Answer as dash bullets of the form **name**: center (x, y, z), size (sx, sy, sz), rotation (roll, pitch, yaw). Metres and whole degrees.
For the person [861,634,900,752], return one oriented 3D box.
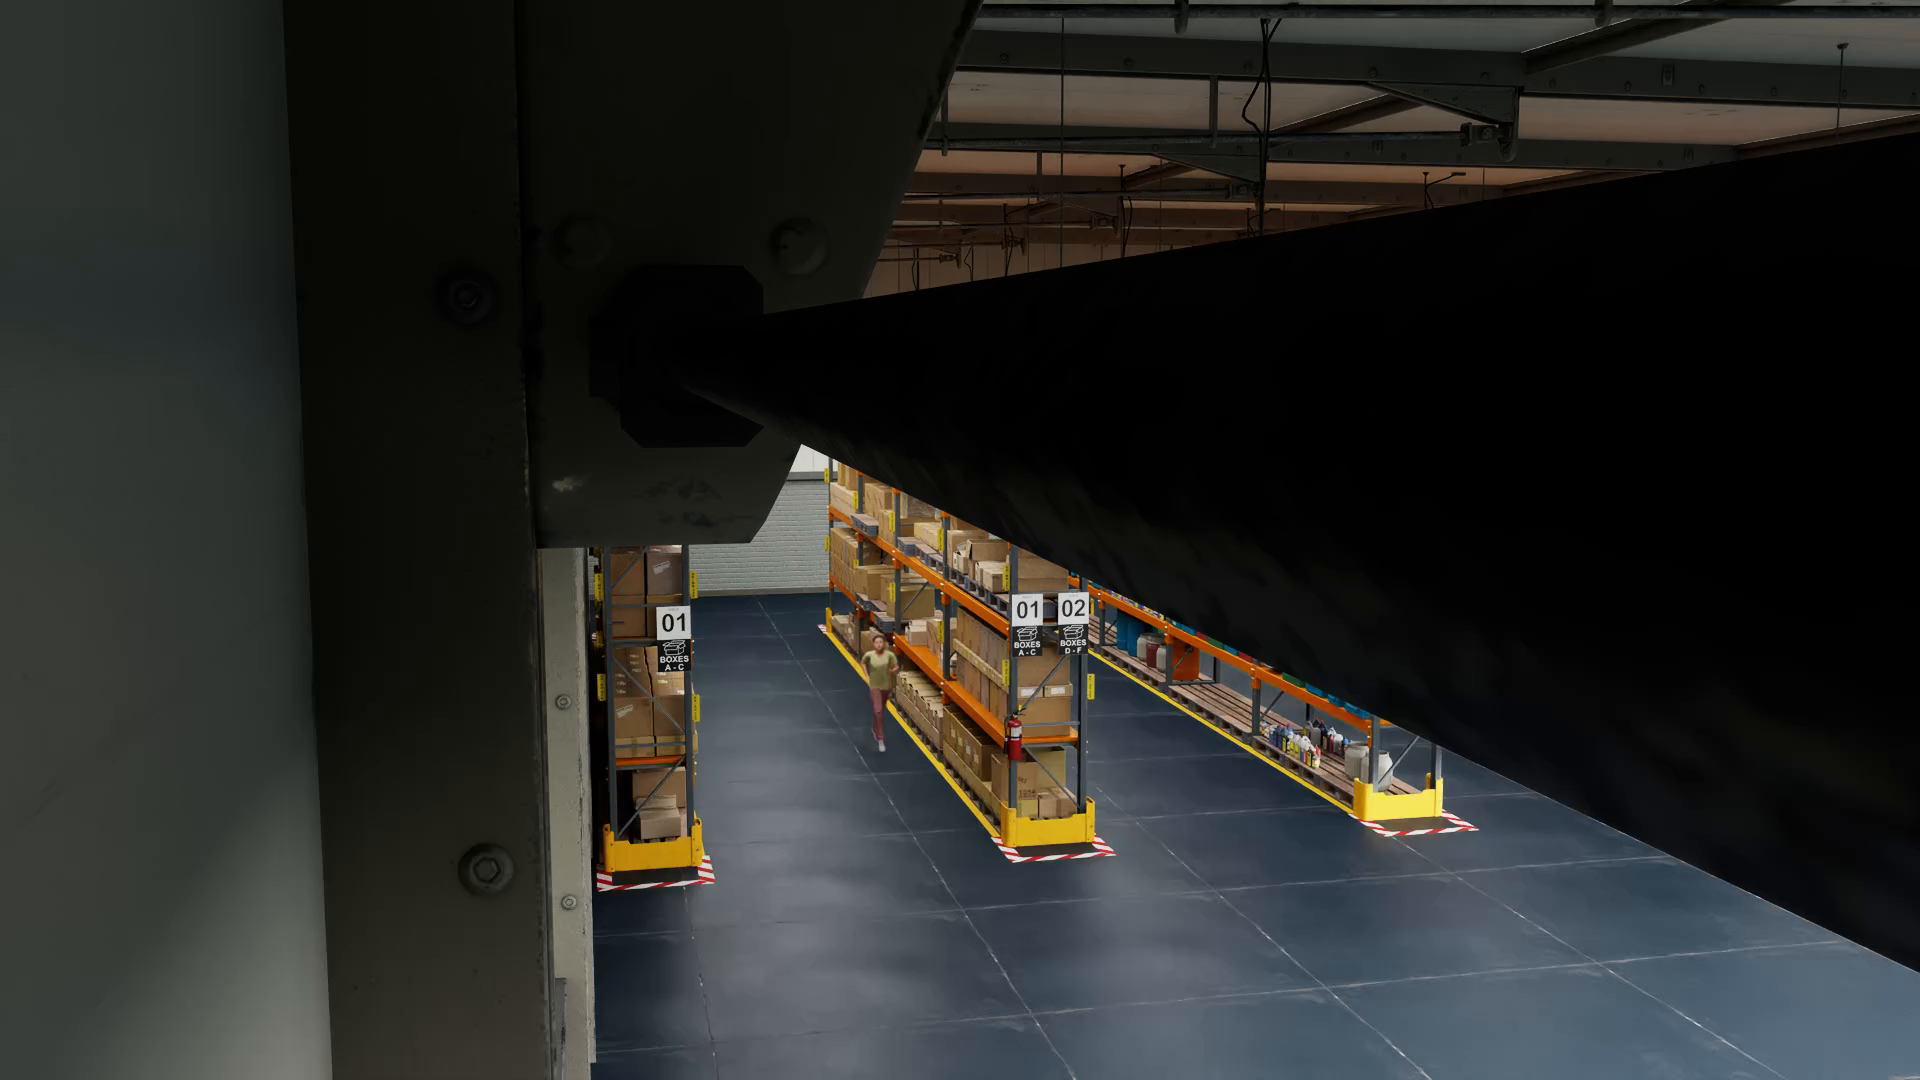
- **person**: center (-1.199, 2.265, 25.130), size (0.529, 1.711, 0.848), rotation (-2, 7, -15)
